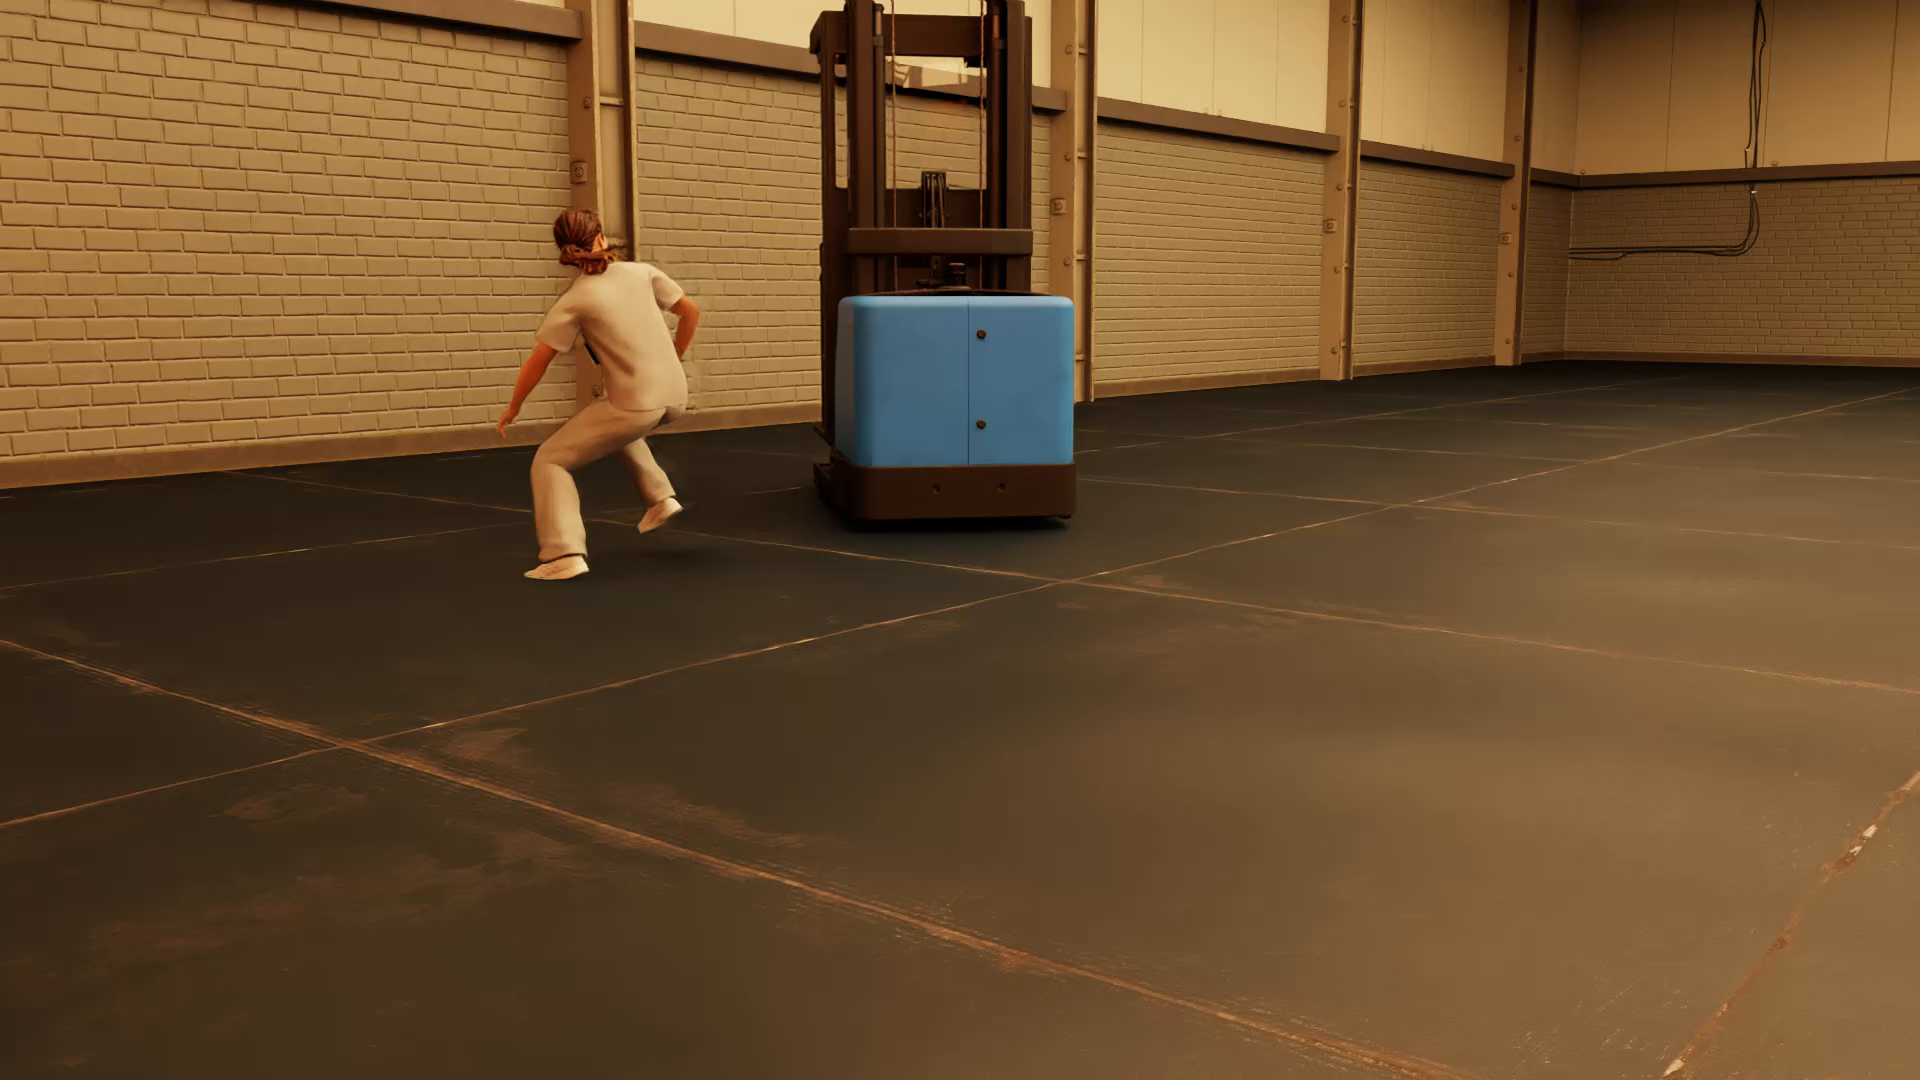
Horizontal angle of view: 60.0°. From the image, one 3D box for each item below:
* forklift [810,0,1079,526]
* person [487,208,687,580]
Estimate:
[{"bbox_3d":[-0.204,-1.689,8.826,1.130,2.935,3.031,-1,8,-10],"label":"forklift"},{"bbox_3d":[-1.470,-0.580,6.591,0.605,1.440,0.697,6,11,38],"label":"person"}]
